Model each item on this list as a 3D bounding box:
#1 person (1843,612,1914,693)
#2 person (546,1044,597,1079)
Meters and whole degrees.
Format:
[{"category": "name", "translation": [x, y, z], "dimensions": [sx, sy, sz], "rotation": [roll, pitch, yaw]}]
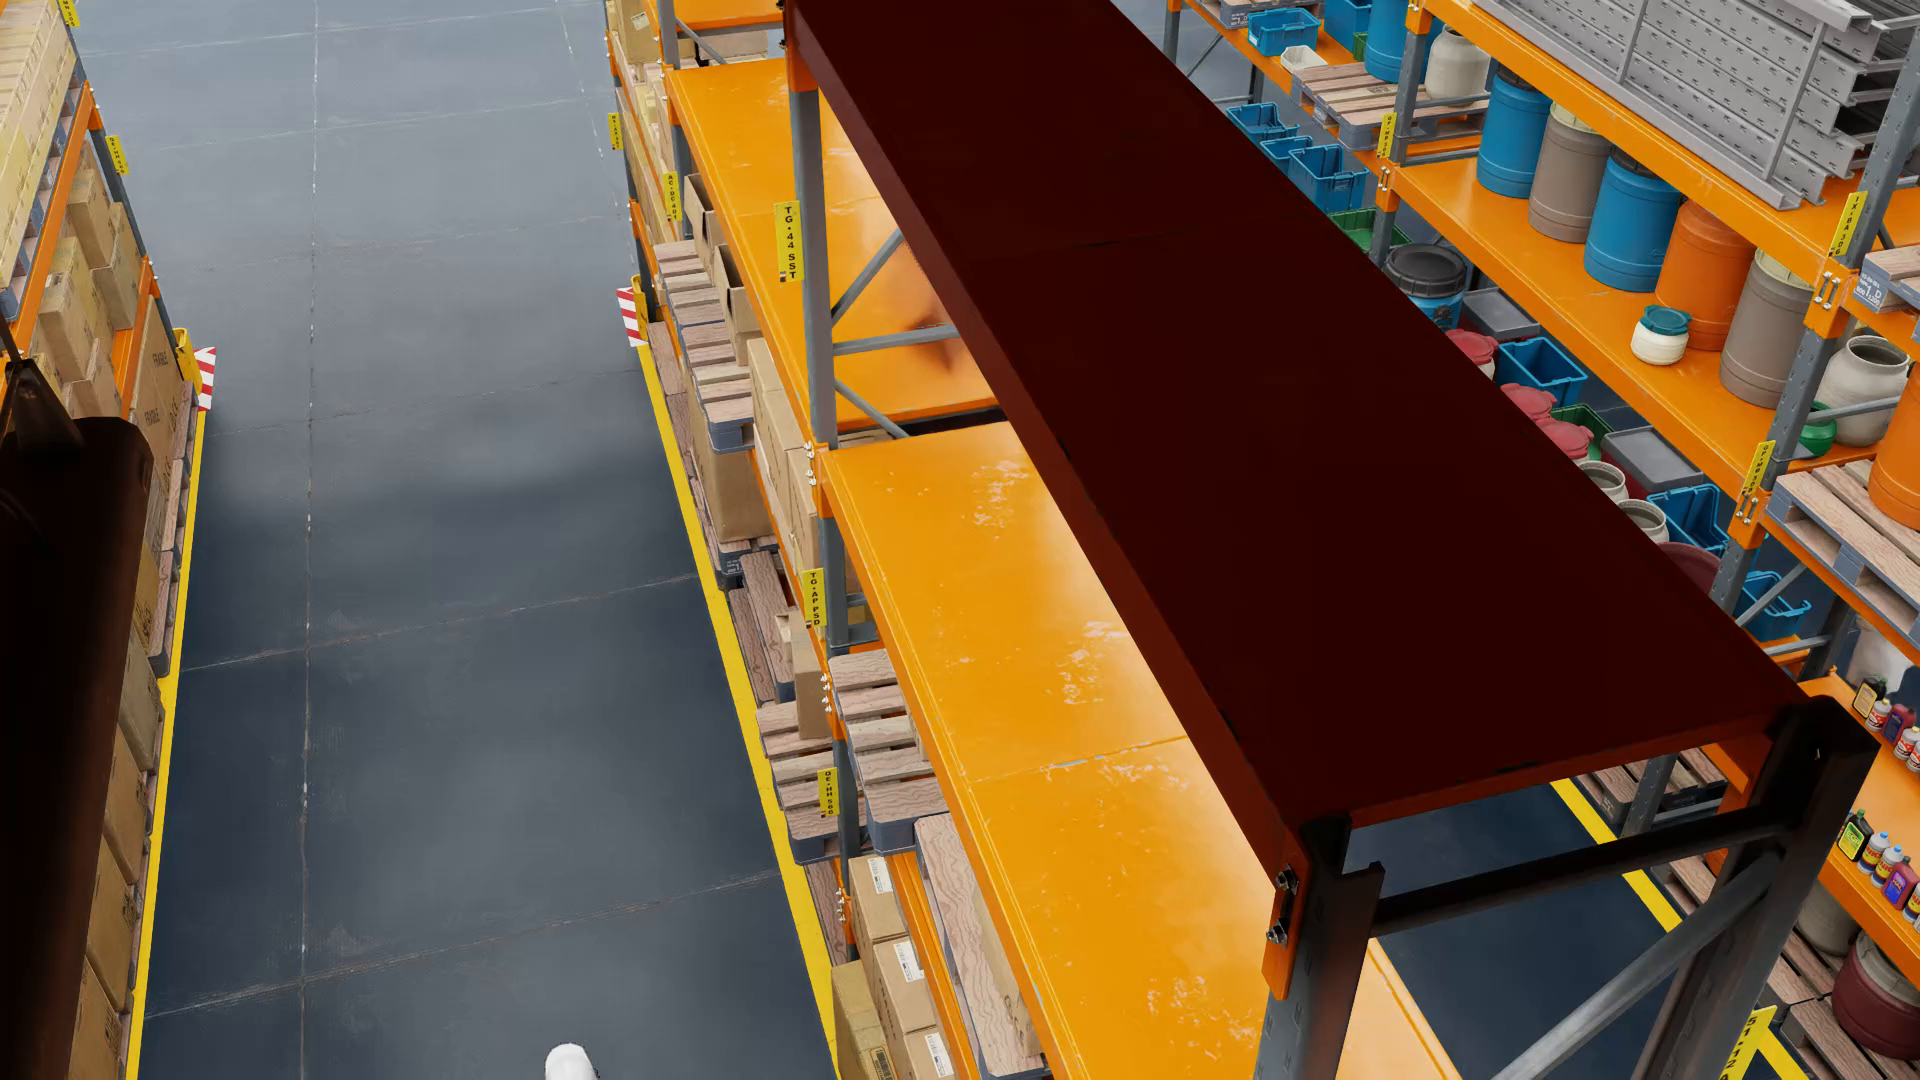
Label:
[{"category": "person", "translation": [5.865, 0.719, 10.479], "dimensions": [0.694, 1.822, 0.876], "rotation": [-11, 40, -13]}, {"category": "person", "translation": [-1.628, 2.829, 7.387], "dimensions": [0.637, 1.748, 0.571], "rotation": [-13, 40, -16]}]
